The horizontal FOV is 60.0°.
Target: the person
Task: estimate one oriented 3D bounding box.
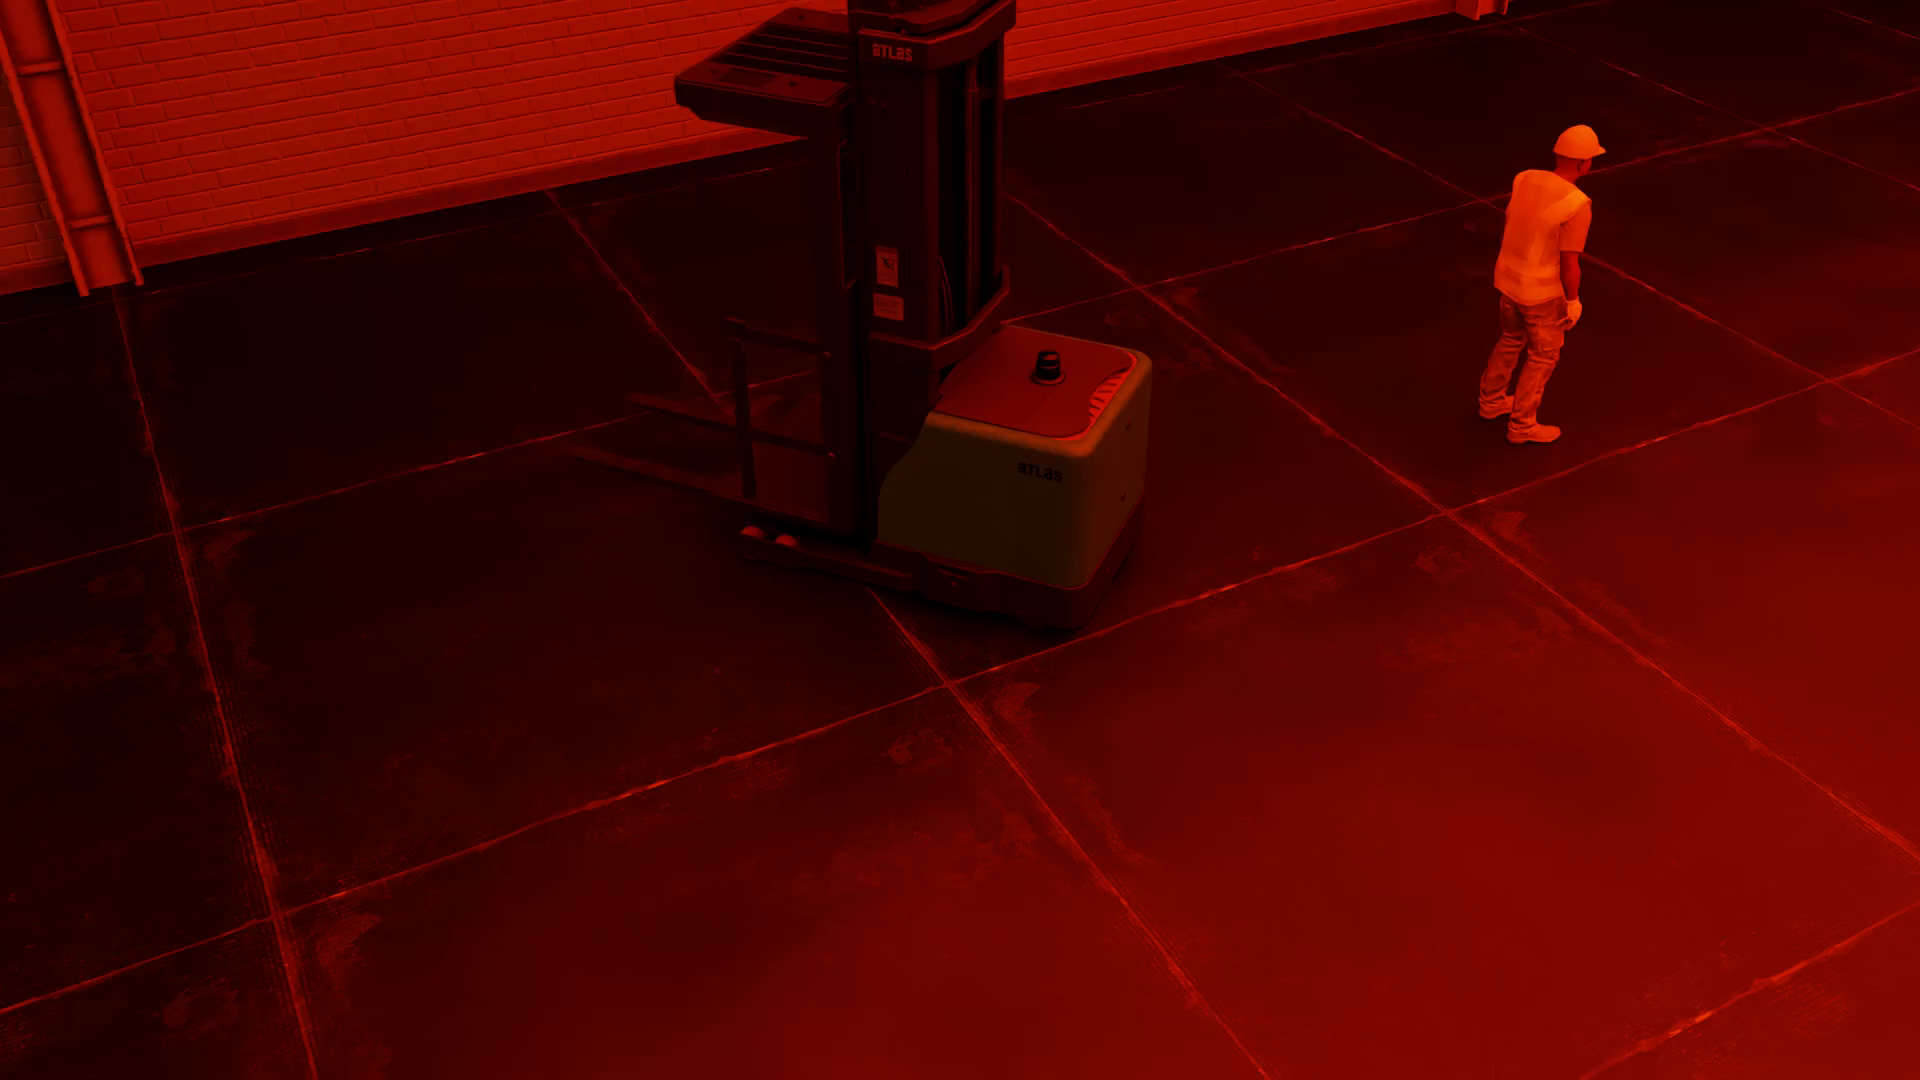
[{"bbox_3d":[3.173,-1.396,9.105,0.449,1.772,0.616,-12,37,-16],"label":"person"}]

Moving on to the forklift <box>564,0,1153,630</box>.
[{"bbox_3d":[-0.612,-1.318,7.988,3.031,2.935,1.130,14,38,19],"label":"forklift"}]
